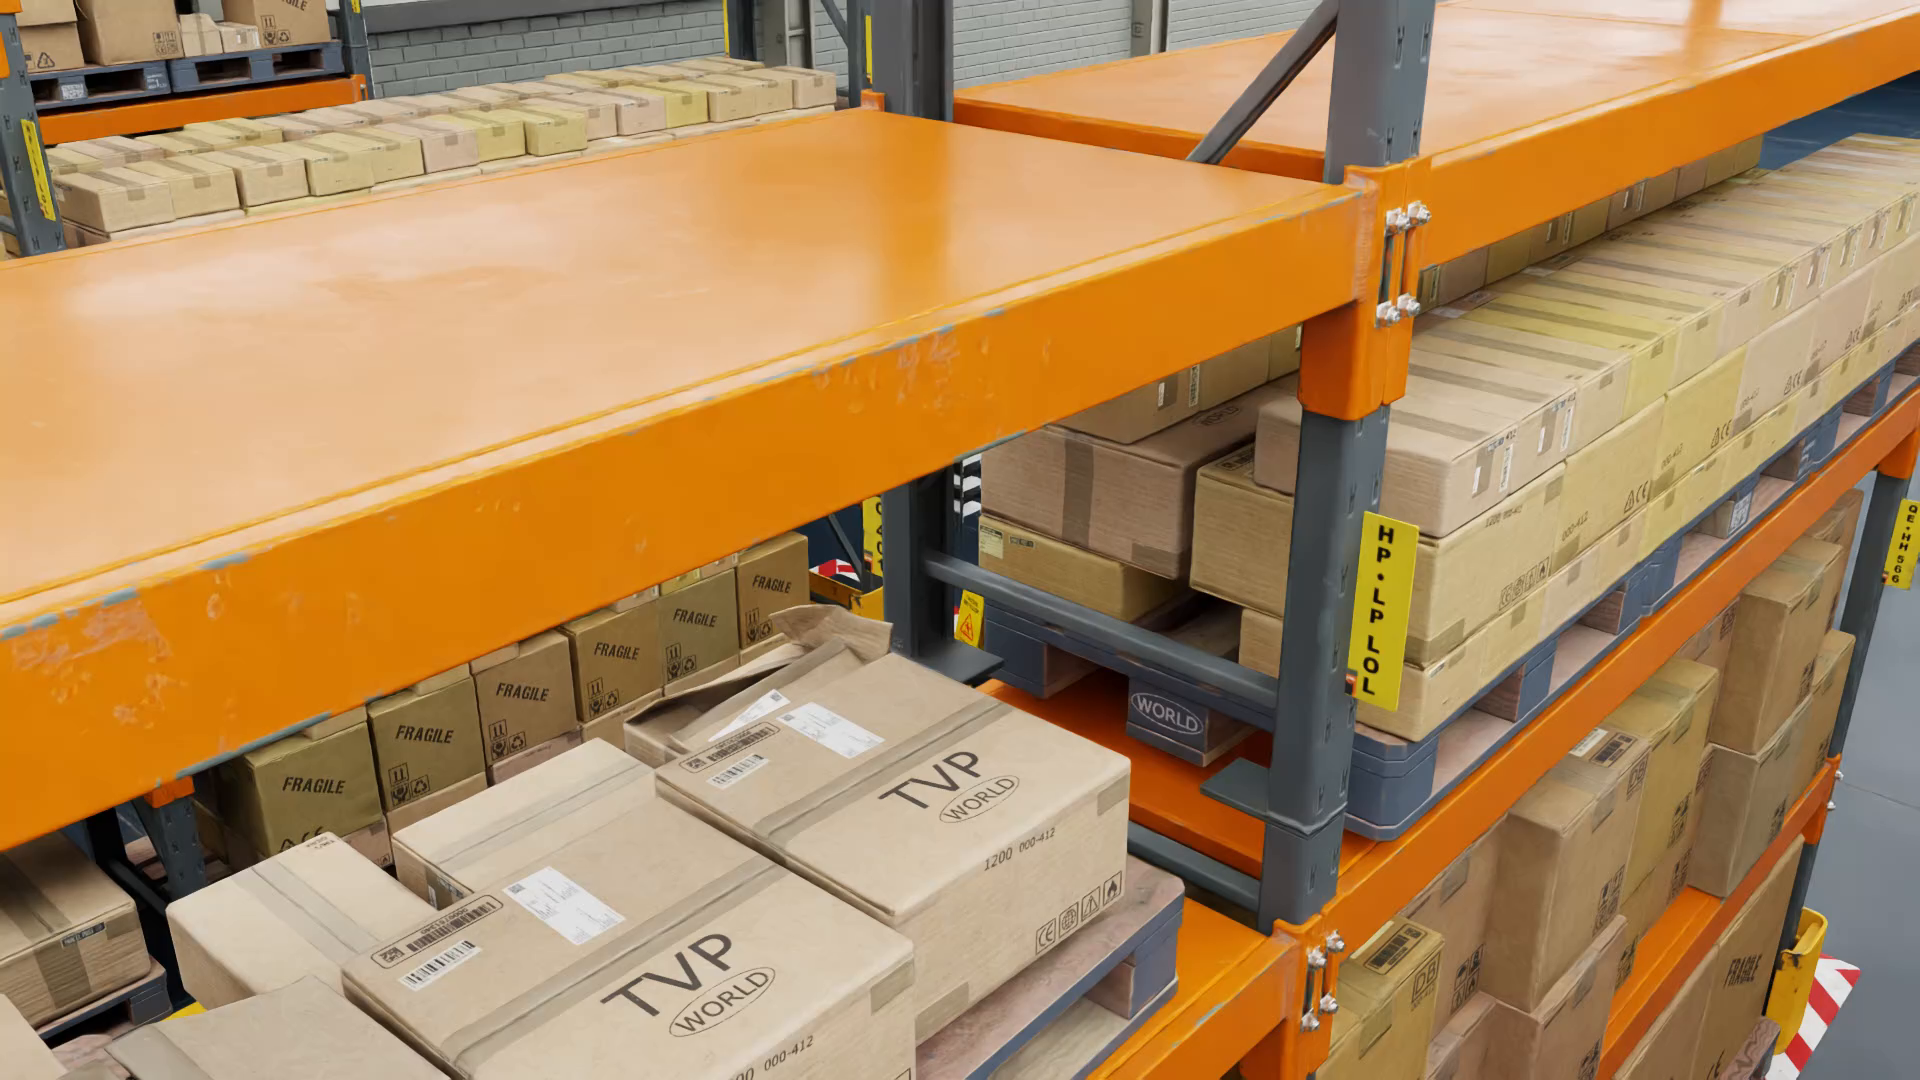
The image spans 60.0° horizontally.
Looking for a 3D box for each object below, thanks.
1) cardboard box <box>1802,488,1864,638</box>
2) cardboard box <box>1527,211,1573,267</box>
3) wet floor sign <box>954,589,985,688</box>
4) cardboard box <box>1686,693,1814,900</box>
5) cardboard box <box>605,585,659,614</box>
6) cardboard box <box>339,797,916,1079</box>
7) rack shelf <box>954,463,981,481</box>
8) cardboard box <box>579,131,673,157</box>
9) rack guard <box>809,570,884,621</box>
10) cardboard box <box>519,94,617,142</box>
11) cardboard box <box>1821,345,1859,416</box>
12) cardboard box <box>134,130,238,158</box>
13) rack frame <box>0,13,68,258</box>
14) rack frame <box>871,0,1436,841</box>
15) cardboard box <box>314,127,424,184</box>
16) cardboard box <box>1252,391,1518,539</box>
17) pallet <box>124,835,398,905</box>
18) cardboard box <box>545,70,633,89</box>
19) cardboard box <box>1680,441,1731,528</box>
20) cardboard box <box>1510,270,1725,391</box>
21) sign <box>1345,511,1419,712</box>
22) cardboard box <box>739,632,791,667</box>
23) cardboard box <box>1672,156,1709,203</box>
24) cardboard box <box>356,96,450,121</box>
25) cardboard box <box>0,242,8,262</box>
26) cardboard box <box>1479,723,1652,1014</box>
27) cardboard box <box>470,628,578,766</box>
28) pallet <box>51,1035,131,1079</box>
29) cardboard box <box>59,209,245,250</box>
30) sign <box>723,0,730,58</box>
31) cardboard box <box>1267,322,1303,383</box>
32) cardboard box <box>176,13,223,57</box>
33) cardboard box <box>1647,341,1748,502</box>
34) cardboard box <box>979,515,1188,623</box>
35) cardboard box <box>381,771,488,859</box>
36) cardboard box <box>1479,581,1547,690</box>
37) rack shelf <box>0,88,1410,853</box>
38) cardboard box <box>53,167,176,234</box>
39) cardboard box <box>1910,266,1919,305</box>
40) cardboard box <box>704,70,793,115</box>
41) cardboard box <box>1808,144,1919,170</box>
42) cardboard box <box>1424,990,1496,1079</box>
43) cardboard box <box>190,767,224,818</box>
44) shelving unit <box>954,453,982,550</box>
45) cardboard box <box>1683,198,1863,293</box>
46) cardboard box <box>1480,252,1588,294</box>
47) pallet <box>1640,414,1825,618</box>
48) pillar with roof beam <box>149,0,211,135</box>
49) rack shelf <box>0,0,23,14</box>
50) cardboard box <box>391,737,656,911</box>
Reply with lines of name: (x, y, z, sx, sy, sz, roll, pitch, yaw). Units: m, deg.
cardboard box: (2.648, 0.041, 5.989, 0.875, 0.550, 0.550, 20, 31, 38)
cardboard box: (1.445, -0.876, 4.567, 0.380, 0.149, 0.250, 21, 31, 38)
wet floor sign: (0.095, 0.487, 9.374, 0.232, 0.644, 0.267, -12, 27, -25)
cardboard box: (2.360, 0.730, 5.772, 0.875, 0.550, 0.550, 20, 31, 38)
cardboard box: (-1.712, 0.205, 8.265, 0.380, 0.149, 0.250, 22, 32, 40)
cardboard box: (-0.405, 0.617, 2.089, 0.500, 0.250, 0.500, 20, 31, 37)
rack shelf: (-0.005, -0.460, 11.037, 0.258, 0.077, 0.200, 20, 31, 38)
cardboard box: (-1.649, -1.715, 7.563, 0.500, 0.250, 0.500, 21, 32, 39)
rack guard: (-0.880, 0.343, 9.875, 1.175, 0.500, 0.348, 20, 31, 38)
cardboard box: (-1.762, -1.896, 7.479, 0.380, 0.149, 0.250, 19, 30, 36)
cardboard box: (2.276, -0.488, 4.677, 0.380, 0.149, 0.250, 20, 31, 37)
cardboard box: (-3.093, -1.532, 6.666, 0.380, 0.149, 0.250, 21, 32, 39)
rack frame: (-3.498, -2.340, 5.470, 1.000, 3.000, 0.127, 20, 31, 38)
rack frame: (0.255, -1.019, 2.524, 1.000, 3.000, 0.127, 20, 31, 38)
cardboard box: (-2.387, -1.555, 6.717, 0.380, 0.149, 0.250, 19, 30, 36)
cardboard box: (0.751, -0.155, 2.960, 0.380, 0.149, 0.250, 20, 31, 38)
pallet: (-3.077, 1.456, 7.746, 1.003, 0.211, 1.213, 20, 31, 38)
cardboard box: (-1.810, -2.190, 8.134, 0.380, 0.149, 0.250, 20, 31, 37)
cardboard box: (1.600, -0.180, 3.990, 0.380, 0.149, 0.250, 20, 31, 38)
cardboard box: (1.430, -0.466, 3.654, 0.380, 0.149, 0.250, 21, 31, 38)
sign: (0.666, 0.115, 2.644, 0.100, 0.325, 0.005, 20, 31, 38)
cardboard box: (-1.184, 0.569, 9.162, 0.500, 0.250, 0.500, 20, 31, 37)
cardboard box: (2.127, -1.187, 5.261, 0.380, 0.149, 0.250, 20, 31, 37)
cardboard box: (-2.486, -1.875, 7.432, 0.380, 0.149, 0.250, 21, 31, 38)
cardboard box: (-6.091, -1.772, 10.256, 0.380, 0.149, 0.250, 20, 31, 37)
cardboard box: (1.270, 0.728, 4.457, 0.875, 0.550, 0.550, 20, 31, 38)
cardboard box: (-2.208, 0.688, 7.979, 0.500, 0.500, 0.500, 22, 32, 40)
pallet: (-1.280, 1.102, 1.690, 1.003, 0.211, 1.213, 22, 32, 40)
cardboard box: (-3.001, -1.098, 6.186, 0.500, 0.250, 0.500, 19, 31, 36)
sign: (-1.233, -2.737, 8.953, 0.100, 0.325, 0.005, 20, 31, 38)
cardboard box: (0.599, -0.489, 3.704, 0.380, 0.149, 0.250, 20, 31, 37)
cardboard box: (-5.024, -3.307, 10.823, 0.396, 0.266, 0.258, 20, 31, 38)
cardboard box: (1.462, -0.336, 3.850, 0.500, 0.250, 0.500, 20, 31, 37)
cardboard box: (0.260, 0.029, 3.525, 0.380, 0.149, 0.250, 20, 31, 37)
cardboard box: (-2.556, 1.189, 7.780, 0.500, 0.250, 0.500, -22, 32, -40)
cardboard box: (0.923, 0.129, 3.300, 0.380, 0.149, 0.250, 20, 31, 38)
rack shelf: (-1.080, 0.101, 1.394, 1.077, 0.370, 4.000, 20, 31, 38)
cardboard box: (-3.045, -1.227, 5.987, 0.380, 0.149, 0.250, 19, 31, 37)
cardboard box: (2.806, -0.948, 5.216, 0.500, 0.250, 0.500, 21, 31, 38)
cardboard box: (-1.035, -2.187, 8.128, 0.380, 0.149, 0.250, 21, 31, 38)
cardboard box: (2.785, -1.085, 5.033, 0.380, 0.149, 0.250, 20, 31, 38)
cardboard box: (0.843, 1.360, 4.366, 0.875, 0.550, 0.550, 20, 31, 38)
cardboard box: (-3.303, 0.865, 7.586, 0.500, 0.500, 0.500, 20, 31, 37)
shelving unit: (-0.005, -0.408, 11.060, 0.258, 0.900, 0.210, 20, 31, 38)
cardboard box: (2.104, -0.773, 4.338, 0.380, 0.149, 0.250, 20, 31, 37)
cardboard box: (1.402, -0.635, 4.518, 0.500, 0.250, 0.500, 20, 31, 37)
pallet: (1.623, -0.226, 4.531, 1.003, 0.211, 1.213, 20, 31, 38)
pillar with roof beam: (-2.458, -3.771, 8.662, 9.100, 9.000, 0.400, 20, 31, 38)
rack shelf: (-2.164, -2.620, 6.977, 1.077, 0.370, 4.000, 20, 31, 38)
cardboard box: (-0.622, 0.475, 2.529, 0.250, 0.149, 0.380, 20, 31, 38)
